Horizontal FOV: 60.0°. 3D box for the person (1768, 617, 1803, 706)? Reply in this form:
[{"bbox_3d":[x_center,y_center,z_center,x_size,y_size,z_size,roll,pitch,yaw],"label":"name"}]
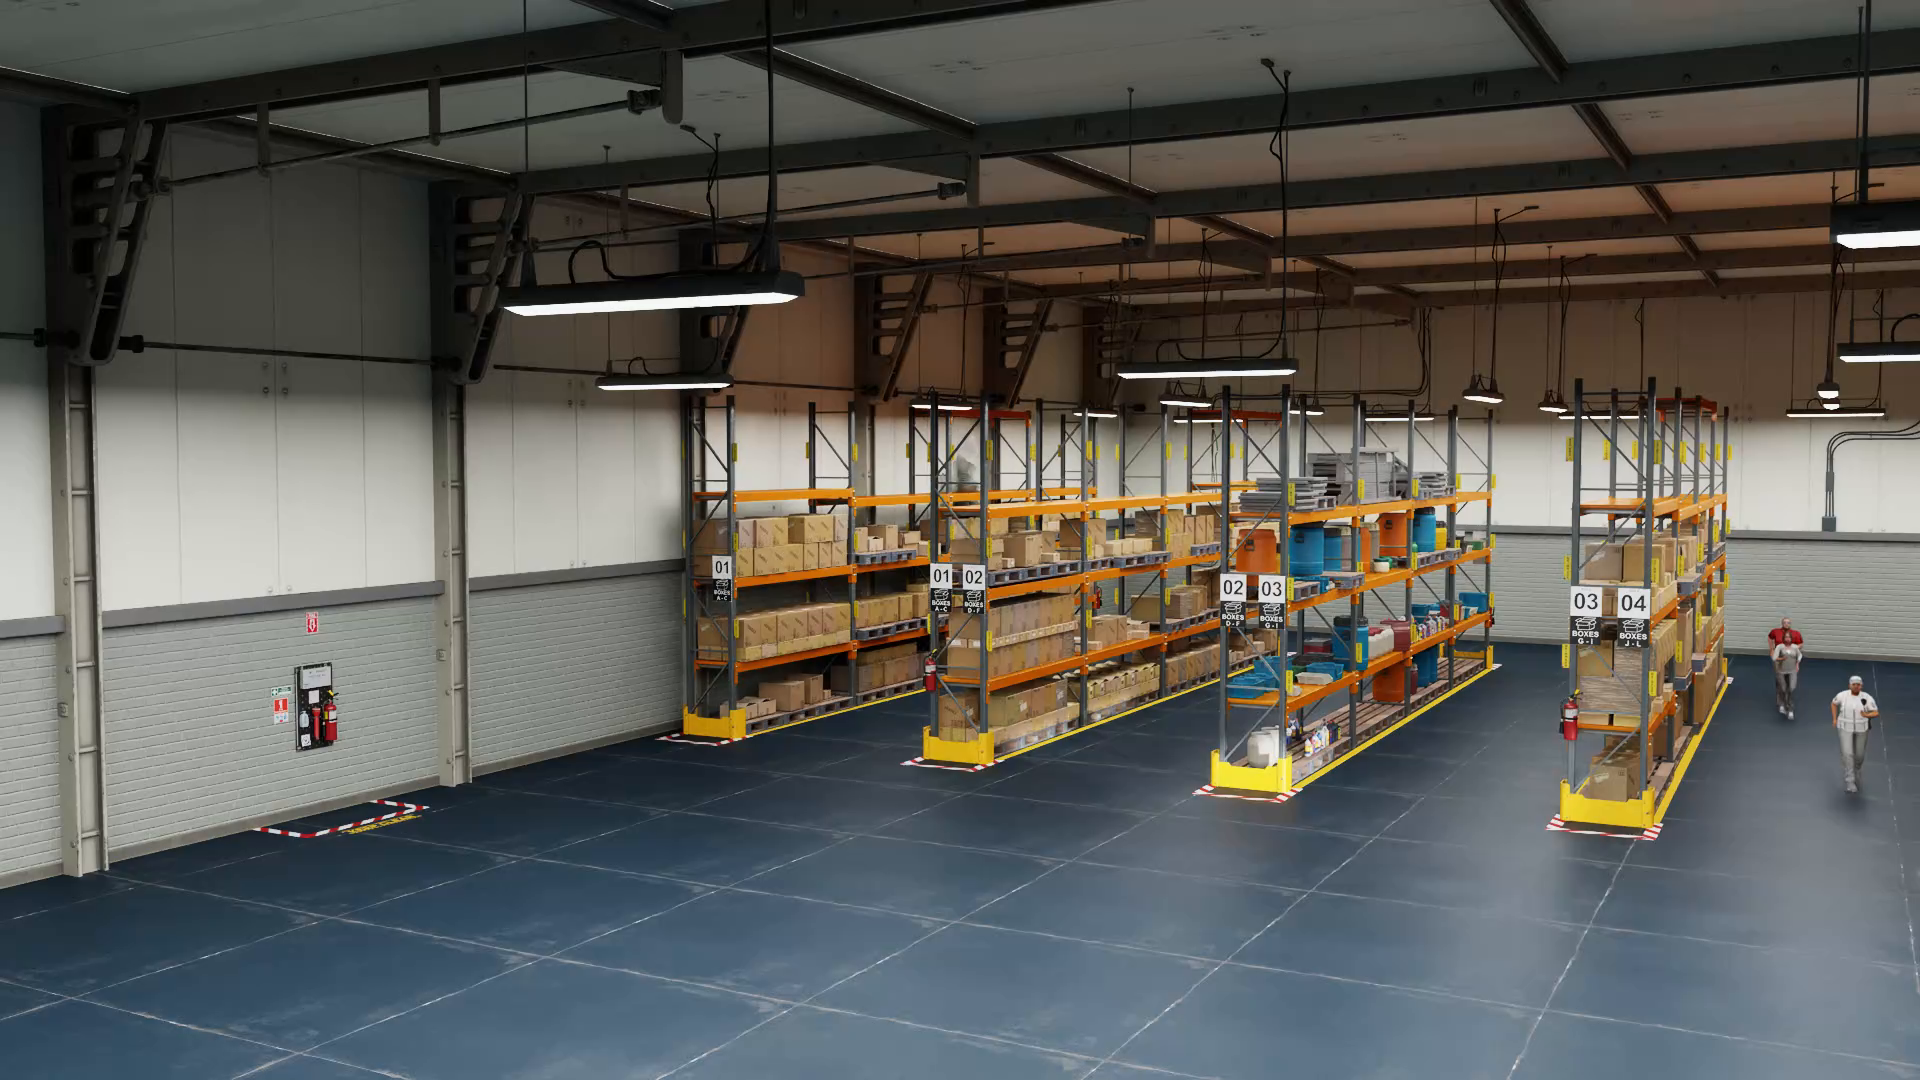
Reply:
[{"bbox_3d":[16.436,2.417,33.106,0.596,1.782,0.924,1,3,18],"label":"person"}]

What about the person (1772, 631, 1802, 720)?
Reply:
[{"bbox_3d":[15.588,2.536,31.348,0.525,1.629,0.733,1,3,21],"label":"person"}]

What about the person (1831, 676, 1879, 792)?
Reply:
[{"bbox_3d":[13.305,2.845,24.734,0.599,1.668,0.903,1,3,22],"label":"person"}]
